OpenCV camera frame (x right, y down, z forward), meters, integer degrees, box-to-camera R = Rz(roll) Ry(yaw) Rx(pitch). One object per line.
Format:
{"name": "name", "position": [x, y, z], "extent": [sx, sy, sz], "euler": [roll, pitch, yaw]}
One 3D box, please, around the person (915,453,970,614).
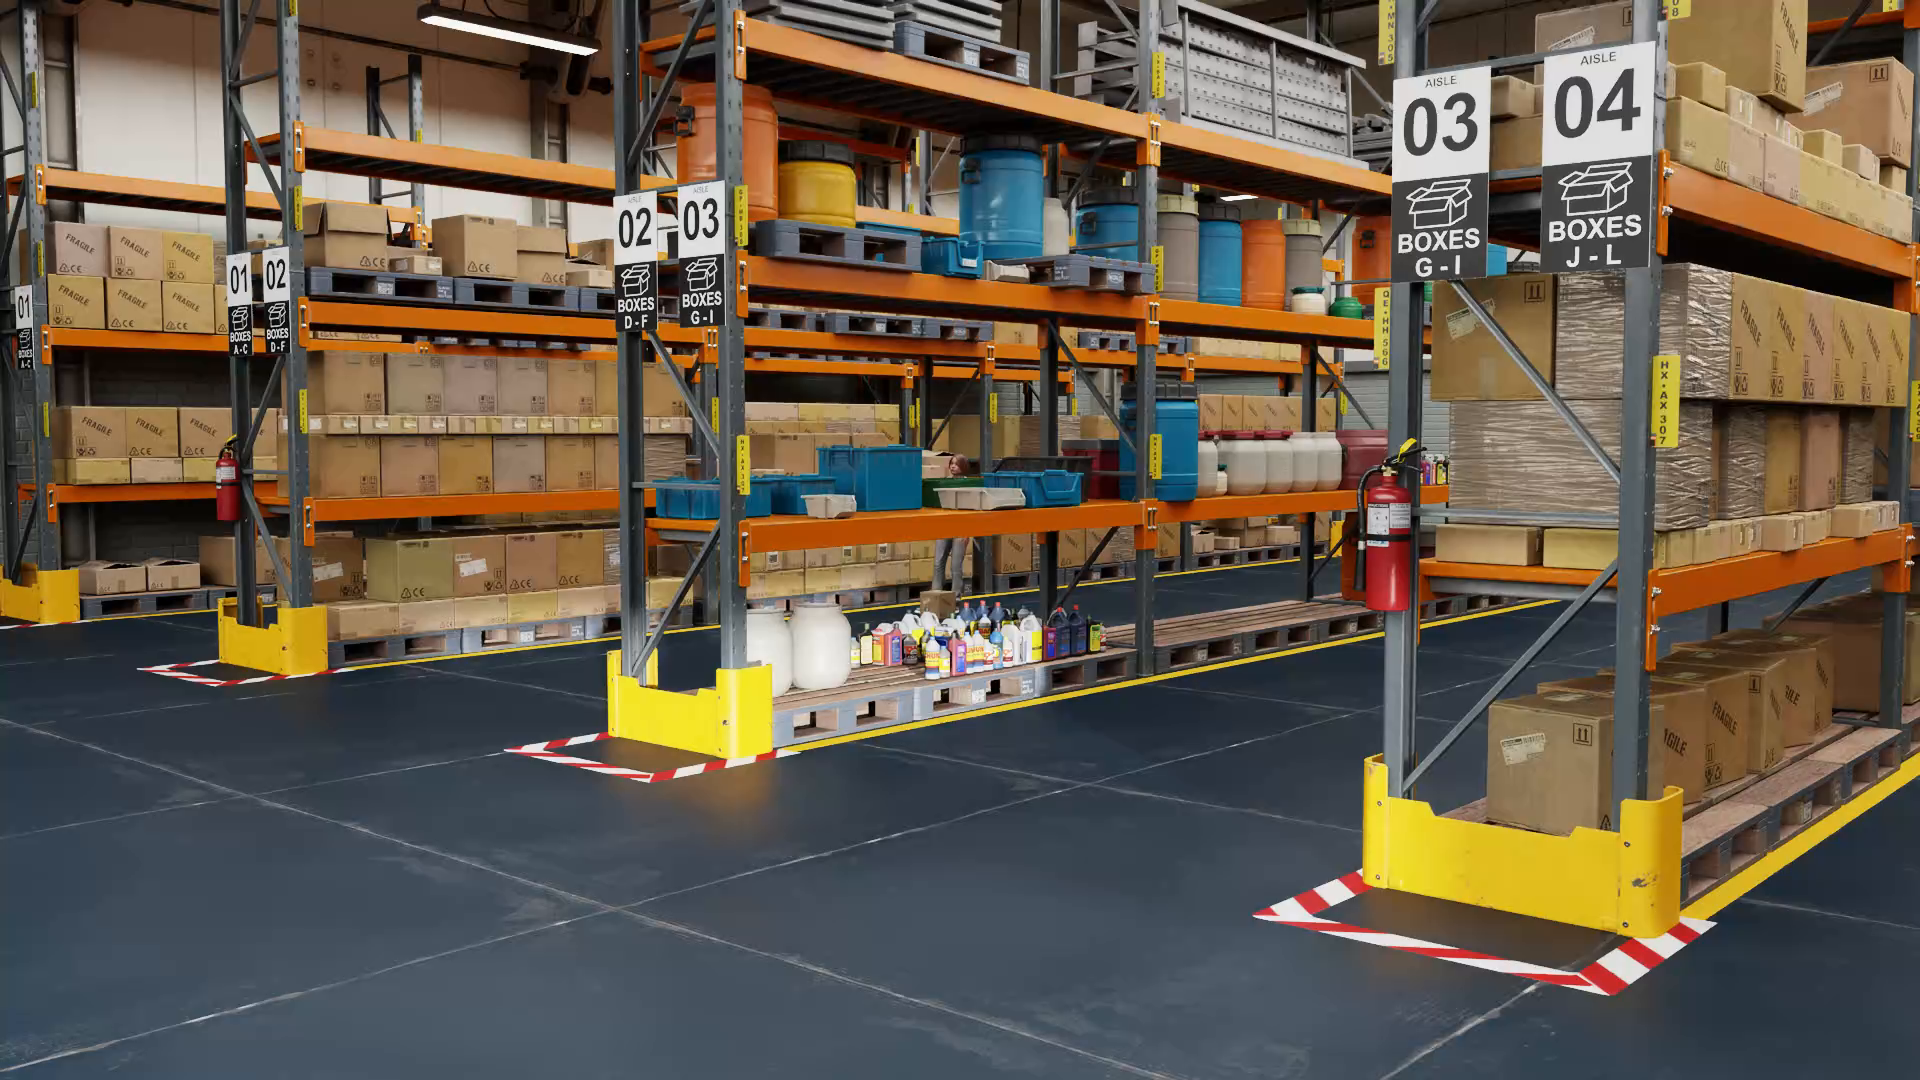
{"name": "person", "position": [-0.122, -0.058, 16.462], "extent": [0.519, 1.599, 0.473], "euler": [3, 5, 42]}
